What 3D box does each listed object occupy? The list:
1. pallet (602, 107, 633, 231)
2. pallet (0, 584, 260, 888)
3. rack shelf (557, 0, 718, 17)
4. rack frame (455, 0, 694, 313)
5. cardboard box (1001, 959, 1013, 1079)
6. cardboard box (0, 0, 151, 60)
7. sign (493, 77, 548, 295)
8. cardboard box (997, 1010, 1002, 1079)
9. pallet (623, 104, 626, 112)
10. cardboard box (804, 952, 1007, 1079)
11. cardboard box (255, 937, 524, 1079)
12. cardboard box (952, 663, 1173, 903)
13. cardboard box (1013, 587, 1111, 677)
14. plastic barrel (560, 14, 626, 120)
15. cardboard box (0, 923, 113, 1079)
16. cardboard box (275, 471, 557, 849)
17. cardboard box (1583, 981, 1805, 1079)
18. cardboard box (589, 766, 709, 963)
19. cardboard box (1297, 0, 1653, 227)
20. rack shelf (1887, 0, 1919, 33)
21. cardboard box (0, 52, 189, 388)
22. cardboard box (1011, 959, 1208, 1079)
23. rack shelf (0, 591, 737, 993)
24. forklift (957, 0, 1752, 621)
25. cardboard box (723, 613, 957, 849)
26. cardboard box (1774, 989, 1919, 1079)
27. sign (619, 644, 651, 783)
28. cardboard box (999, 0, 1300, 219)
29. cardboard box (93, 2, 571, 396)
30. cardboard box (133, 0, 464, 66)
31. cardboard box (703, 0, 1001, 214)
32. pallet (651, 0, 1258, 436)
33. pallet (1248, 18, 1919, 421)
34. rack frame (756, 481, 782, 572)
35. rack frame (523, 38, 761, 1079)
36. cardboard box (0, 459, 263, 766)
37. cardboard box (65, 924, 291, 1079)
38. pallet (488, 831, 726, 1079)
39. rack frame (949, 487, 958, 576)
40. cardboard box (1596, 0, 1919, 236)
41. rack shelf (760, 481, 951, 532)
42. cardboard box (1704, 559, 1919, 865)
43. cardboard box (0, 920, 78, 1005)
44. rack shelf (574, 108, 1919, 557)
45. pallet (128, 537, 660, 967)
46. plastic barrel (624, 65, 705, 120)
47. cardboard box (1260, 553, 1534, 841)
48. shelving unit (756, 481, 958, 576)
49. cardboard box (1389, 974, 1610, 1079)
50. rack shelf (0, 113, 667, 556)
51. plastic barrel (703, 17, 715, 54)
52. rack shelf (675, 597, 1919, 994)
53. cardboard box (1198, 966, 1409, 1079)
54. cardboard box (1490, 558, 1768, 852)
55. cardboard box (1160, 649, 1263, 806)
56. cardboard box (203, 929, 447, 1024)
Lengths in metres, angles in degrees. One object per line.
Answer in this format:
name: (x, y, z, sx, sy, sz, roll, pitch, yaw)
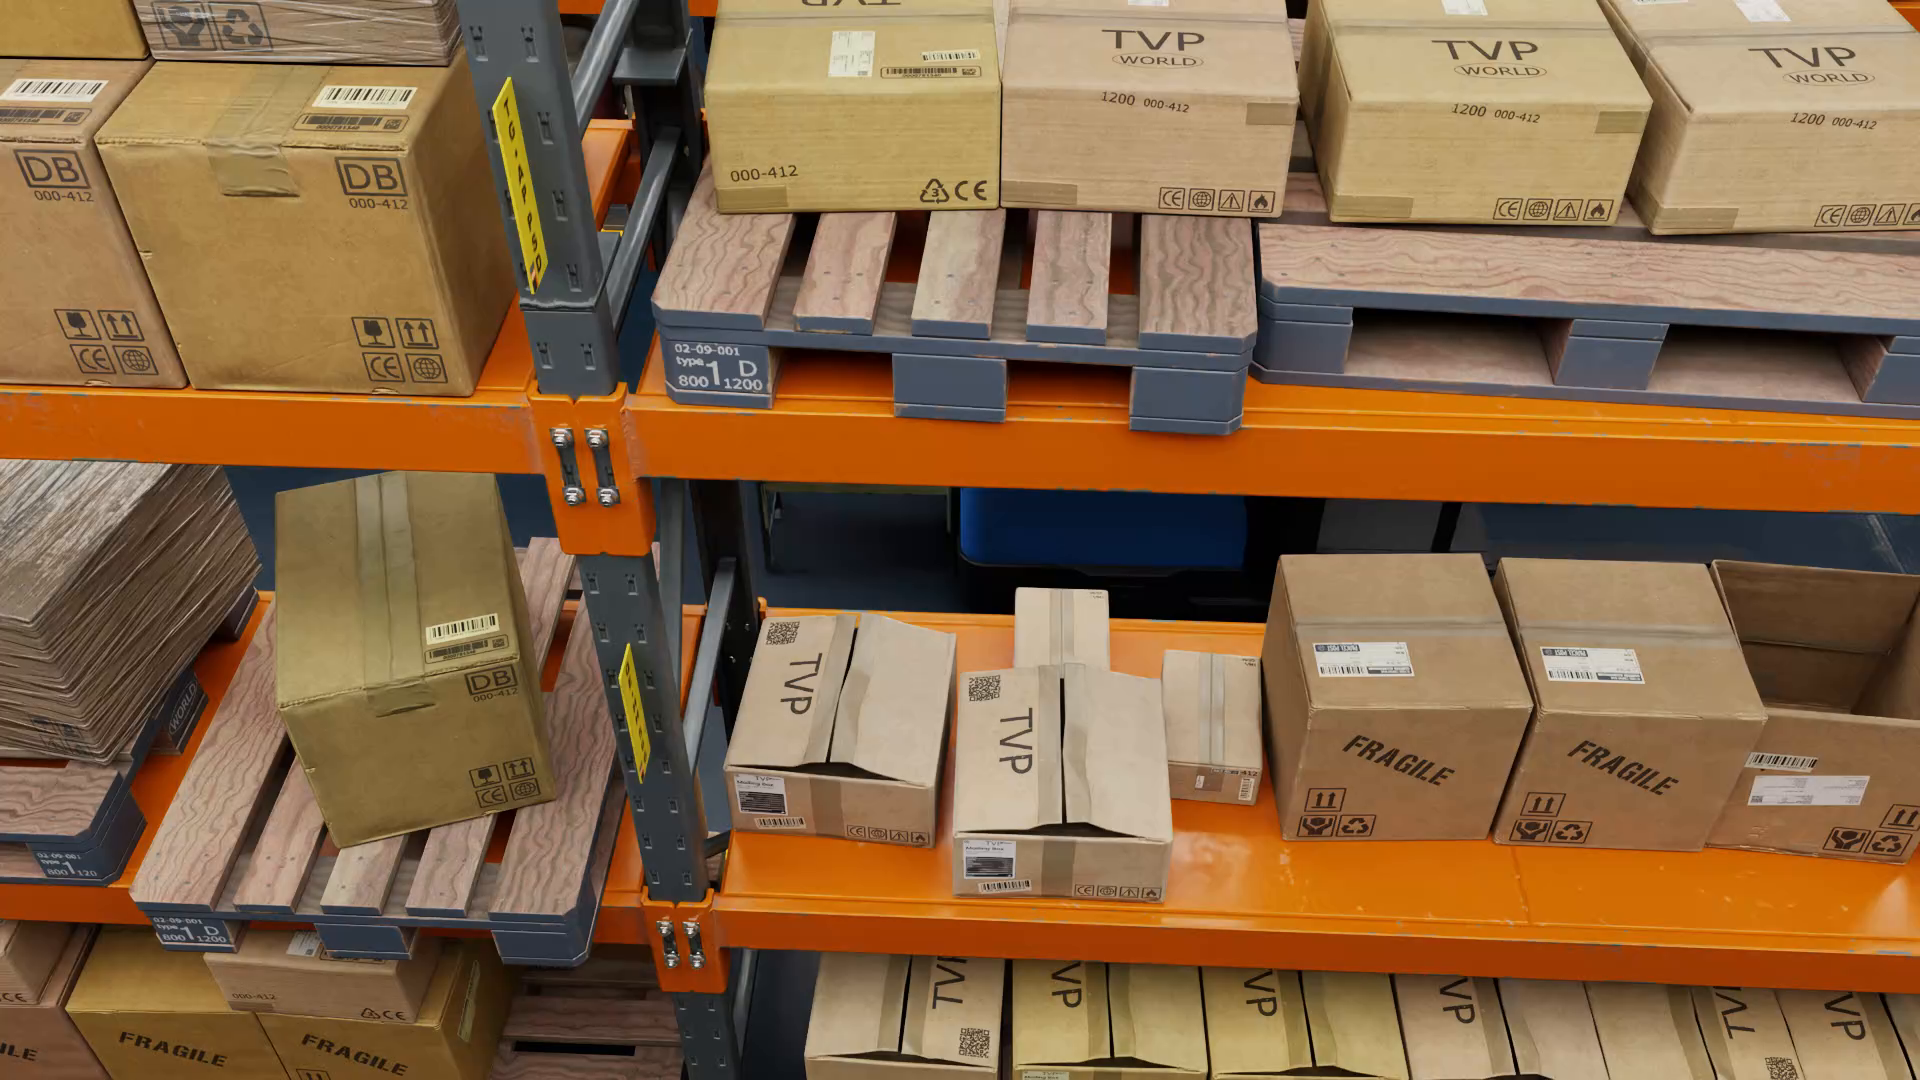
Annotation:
pallet: (-1.207, -1.969, 8.709, 1.213, 0.211, 1.003, 2, 43, 2)
pallet: (-2.587, 0.393, 4.269, 1.213, 0.211, 1.003, 2, 43, 2)
rack shelf: (-2.415, -2.792, 8.074, 4.000, 0.370, 1.077, 2, 43, 2)
rack frame: (-0.644, -1.816, 2.098, 0.127, 3.000, 1.000, 2, 43, 2)
cardboard box: (0.368, 1.462, 4.689, 0.500, 0.250, 0.500, 1, 43, 1)
cardboard box: (-1.589, -1.154, 2.781, 0.500, 0.500, 0.500, 2, 43, 2)
sign: (-0.671, -0.538, 2.547, 0.005, 0.325, 0.100, 2, 43, 2)
cardboard box: (-0.134, 1.448, 4.705, 0.500, 0.250, 0.500, 2, 43, 2)
pallet: (-2.422, -2.009, 8.751, 1.213, 0.211, 1.003, 2, 43, 2)
cardboard box: (-0.134, 1.242, 4.514, 0.500, 0.311, 0.500, 3, 43, 3)
cardboard box: (-1.589, 1.264, 4.704, 0.500, 0.500, 0.500, 3, 43, 4)
cardboard box: (0.241, 0.571, 4.002, 0.500, 0.311, 0.500, 1, 43, 1)
cardboard box: (0.267, 0.310, 4.400, 0.250, 0.149, 0.380, 2, 43, 2)
plastic barrel: (-2.035, -2.303, 8.483, 0.708, 0.588, 0.600, 2, 43, 2)
cardboard box: (-2.630, 1.236, 4.734, 0.500, 0.500, 0.500, 0, 43, 0)
cardboard box: (-1.278, 0.246, 3.904, 0.500, 0.500, 0.700, -12, 44, -12)
cardboard box: (1.916, 1.303, 4.448, 0.500, 0.311, 0.500, 2, 43, 2)
cardboard box: (-1.086, 0.924, 5.068, 0.500, 0.500, 0.500, 3, 43, 4)
cardboard box: (0.907, -0.813, 3.023, 0.500, 0.250, 0.500, 1, 43, 1)
rack shelf: (5.577, -2.546, 7.811, 4.000, 0.370, 1.077, 2, 43, 2)
cardboard box: (-1.591, -0.761, 3.093, 0.500, 0.500, 0.910, 2, 43, 2)
cardboard box: (0.391, 1.253, 4.502, 0.500, 0.311, 0.500, 1, 43, 1)
rack shelf: (-2.642, 0.581, 4.454, 4.000, 0.370, 1.077, 2, 43, 2)
forklift: (1.514, -1.081, 5.760, 3.031, 2.935, 1.130, 1, 43, 1)
cardboard box: (-0.283, 0.453, 4.129, 0.500, 0.311, 0.500, 4, 43, 5)
cardboard box: (2.414, 1.320, 4.430, 0.500, 0.311, 0.500, 3, 43, 3)
sign: (-0.659, 0.354, 3.378, 0.005, 0.325, 0.100, 2, 43, 2)
cardboard box: (0.336, -0.838, 3.050, 0.500, 0.250, 0.500, 3, 43, 3)
cardboard box: (-1.081, -0.746, 3.076, 0.500, 0.500, 0.910, 2, 43, 2)
cardboard box: (-1.080, -1.139, 2.764, 0.500, 0.500, 0.500, 2, 43, 2)
cardboard box: (-0.188, -0.842, 3.054, 0.500, 0.250, 0.500, -1, 43, -1)
pallet: (0.038, -0.689, 3.227, 1.003, 0.211, 1.213, 4, 43, 4)
pallet: (1.155, -0.657, 3.193, 1.213, 0.211, 1.003, 4, 43, 4)
rack frame: (-0.755, -0.557, 6.247, 0.023, 1.500, 0.400, 1, 43, 1)
rack frame: (-0.644, 0.379, 4.143, 0.127, 3.000, 1.000, 2, 43, 2)
cardboard box: (-2.183, 0.088, 4.073, 0.500, 0.500, 0.700, 9, 44, 10)
cardboard box: (-2.106, 1.248, 4.721, 0.500, 0.500, 0.500, 0, 43, 0)
pallet: (-1.388, 1.351, 5.145, 1.213, 0.211, 1.003, 2, 43, 2)
rack frame: (-0.023, -0.544, 6.233, 0.023, 1.500, 0.400, 1, 43, 1)
cardboard box: (1.445, -0.795, 3.004, 0.500, 0.250, 0.500, -2, 43, -2)
rack shelf: (-0.389, -0.312, 6.462, 0.720, 0.370, 0.431, 1, 43, 1)
cardboard box: (2.059, 0.414, 4.031, 0.500, 0.500, 0.500, 5, 43, 5)
cardboard box: (-2.668, 0.962, 4.478, 0.500, 0.250, 0.500, 1, 43, 1)
rack shelf: (1.354, -0.394, 3.299, 4.000, 0.370, 1.077, 2, 43, 2)
pallet: (-1.324, 0.476, 4.179, 1.003, 0.211, 1.213, 2, 43, 2)
plastic barrel: (-1.475, -2.197, 8.425, 0.421, 0.512, 0.421, 0, 43, 0)
cardboard box: (1.033, 0.383, 4.065, 0.500, 0.500, 0.500, 0, 43, 0)
shelving unit: (-0.389, -0.550, 6.240, 0.755, 1.500, 0.431, 1, 43, 1)
cardboard box: (1.414, 1.285, 4.467, 0.500, 0.311, 0.500, 1, 43, 1)
rack shelf: (-2.642, -0.517, 3.431, 4.000, 0.370, 1.077, 2, 43, 2)
plastic barrel: (-0.907, -2.357, 8.363, 0.708, 0.830, 0.600, 2, 43, 2)
rack shelf: (1.354, 0.704, 4.322, 4.000, 0.370, 1.077, 2, 43, 2)
cardboard box: (0.900, 1.270, 4.484, 0.500, 0.311, 0.500, 1, 43, 1)
cardboard box: (1.559, 0.399, 4.048, 0.500, 0.500, 0.500, 2, 43, 2)
cardboard box: (0.632, 0.472, 4.227, 0.250, 0.149, 0.380, 5, 43, 5)
cardboard box: (-1.645, 0.991, 4.447, 0.500, 0.250, 0.500, 3, 43, 4)
